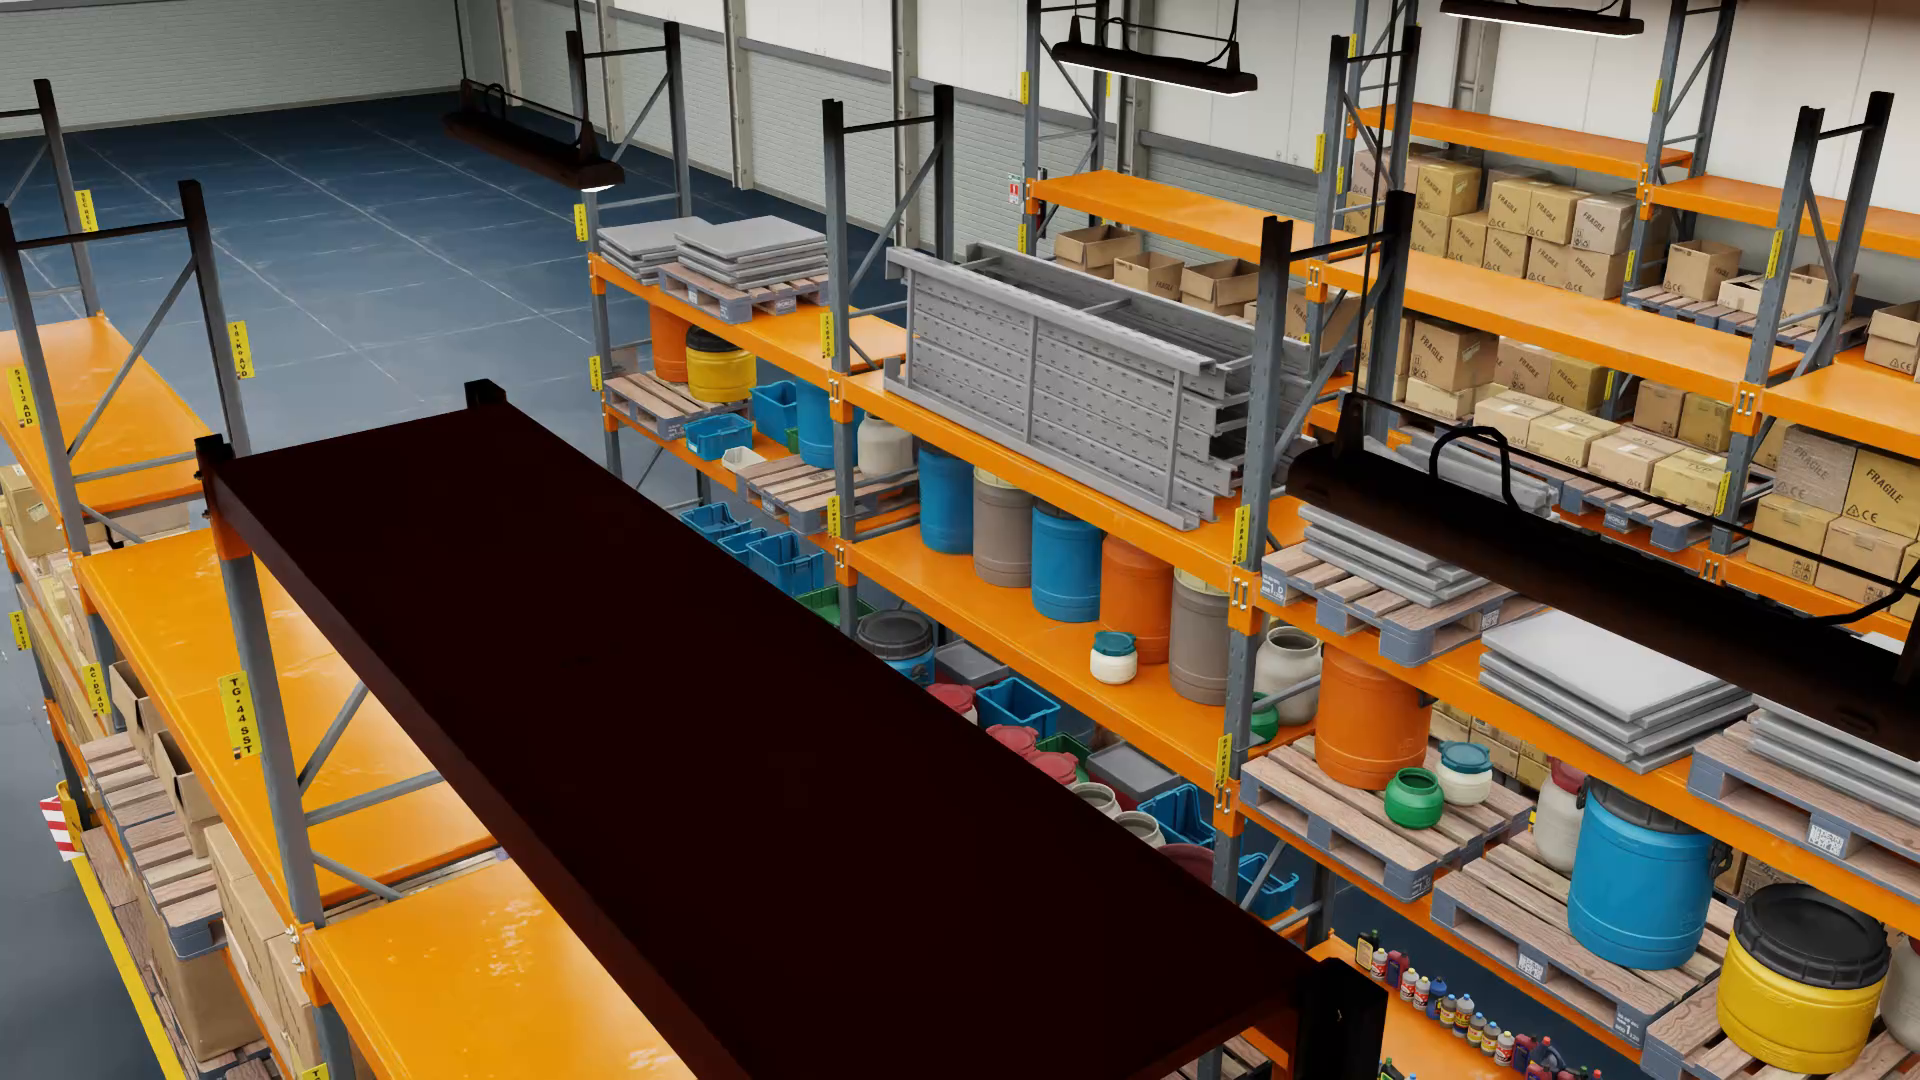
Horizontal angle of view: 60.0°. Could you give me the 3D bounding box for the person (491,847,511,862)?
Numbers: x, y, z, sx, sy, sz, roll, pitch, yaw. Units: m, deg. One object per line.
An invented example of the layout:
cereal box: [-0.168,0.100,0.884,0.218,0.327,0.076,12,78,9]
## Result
person: [-3.246,2.524,11.576,0.835,1.604,0.513,19,31,35]

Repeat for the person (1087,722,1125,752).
person: [1.312,1.530,13.503,0.671,1.596,0.737,-12,27,-24]
